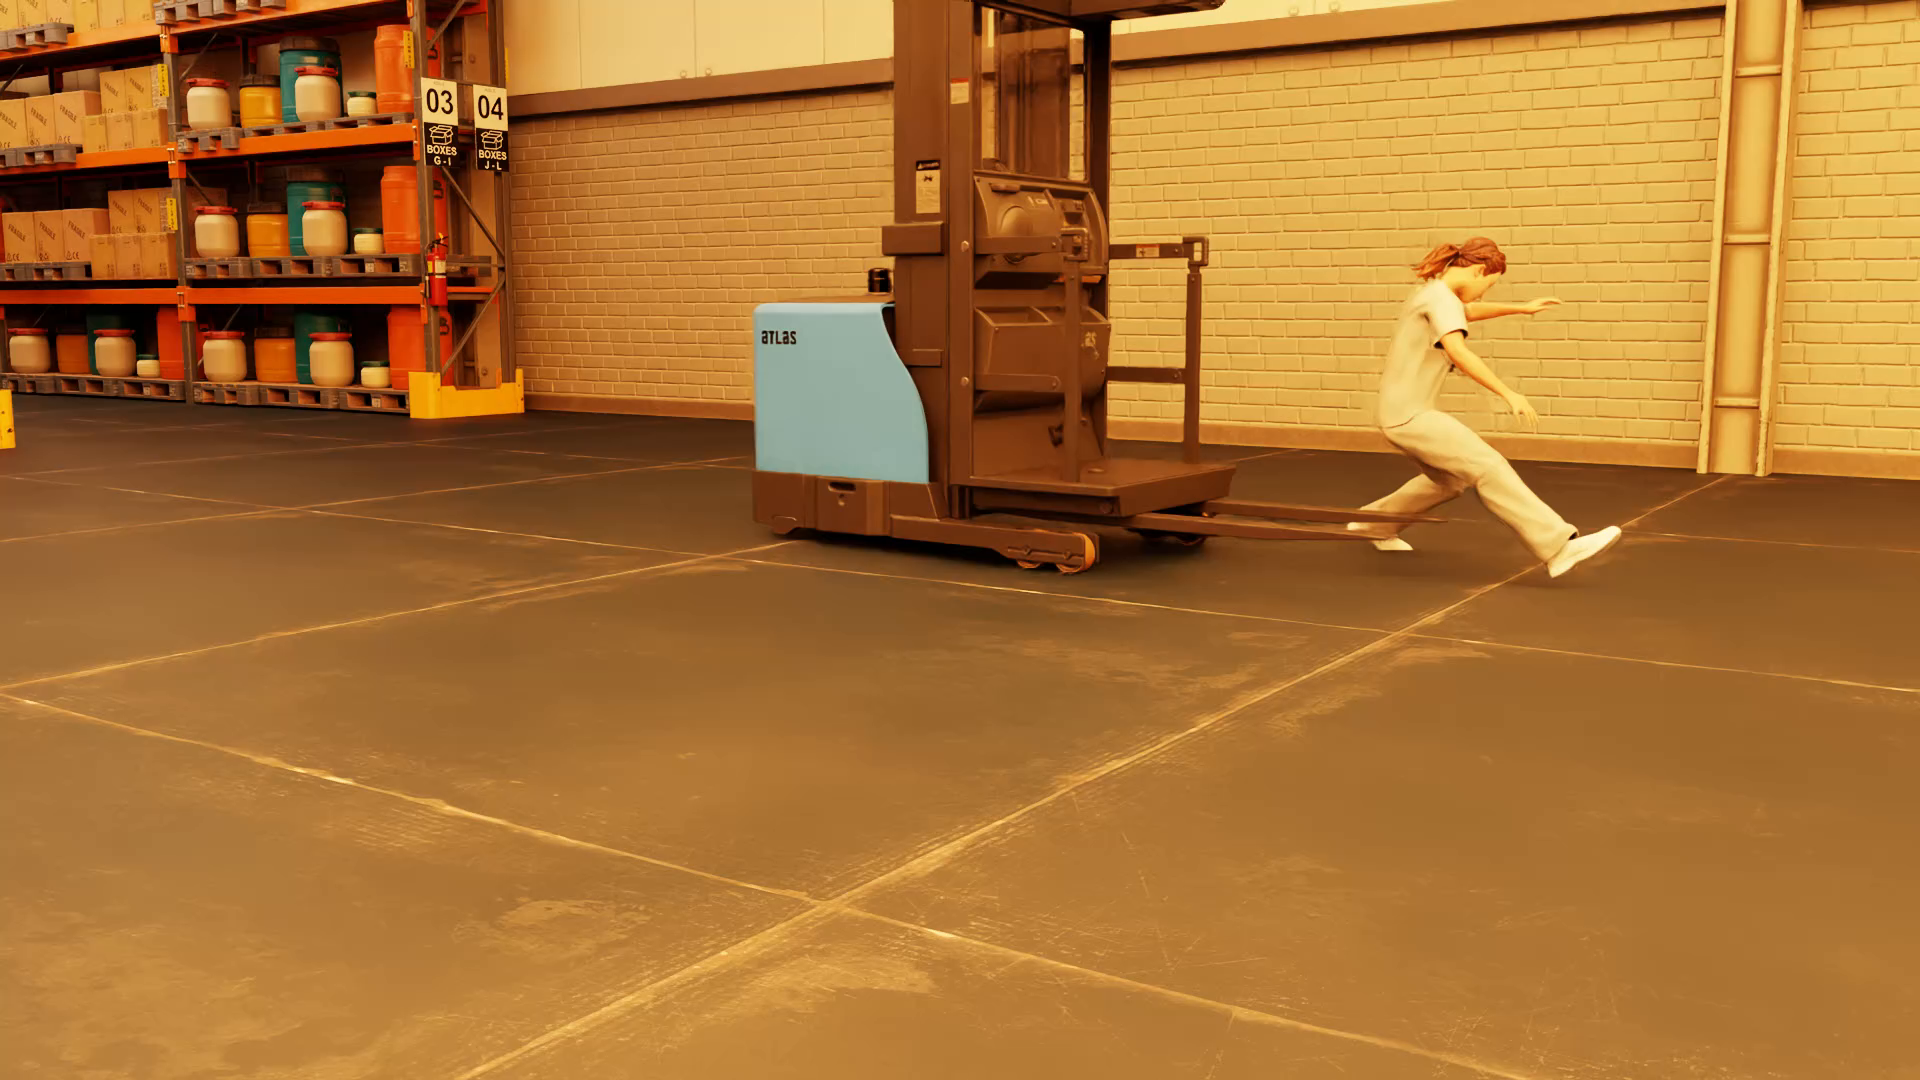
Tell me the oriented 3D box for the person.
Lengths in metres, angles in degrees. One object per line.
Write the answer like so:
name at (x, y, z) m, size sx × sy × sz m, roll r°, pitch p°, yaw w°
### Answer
person at (2.076, -0.522, 6.674) m, size 1.066 × 1.374 × 1.075 m, roll 3°, pitch 9°, yaw 18°

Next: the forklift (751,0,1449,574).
forklift at (0.526, -1.400, 7.040) m, size 3.031 × 2.935 × 1.130 m, roll 6°, pitch 10°, yaw 36°
